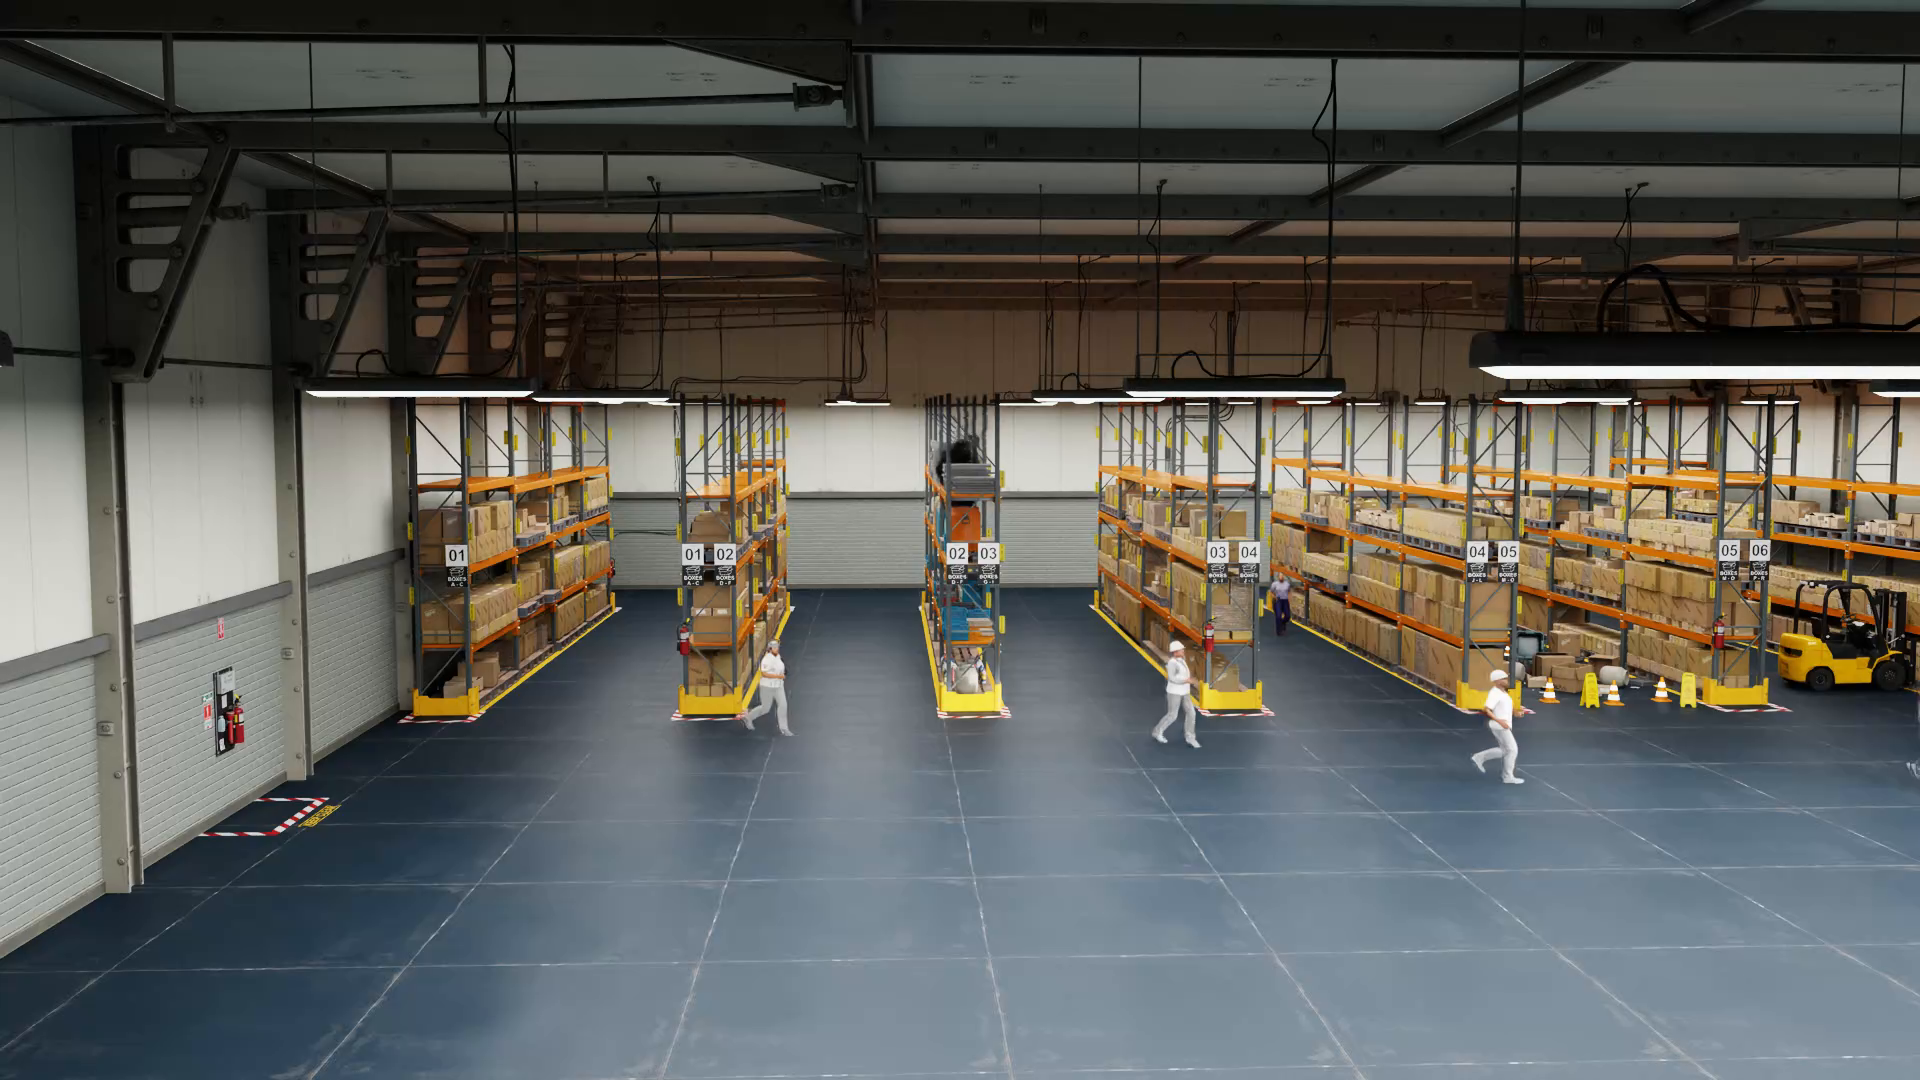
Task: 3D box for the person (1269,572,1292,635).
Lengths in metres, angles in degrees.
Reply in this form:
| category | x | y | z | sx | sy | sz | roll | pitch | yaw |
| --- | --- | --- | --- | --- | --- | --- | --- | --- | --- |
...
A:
| category | x | y | z | sx | sy | sz | roll | pitch | yaw |
| --- | --- | --- | --- | --- | --- | --- | --- | --- | --- |
| person | 8.111 | 1.609 | 41.970 | 0.602 | 1.597 | 0.531 | 0 | 5 | -4 |

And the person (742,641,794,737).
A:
| category | x | y | z | sx | sy | sz | roll | pitch | yaw |
| --- | --- | --- | --- | --- | --- | --- | --- | --- | --- |
| person | -3.338 | 2.595 | 29.189 | 0.929 | 1.682 | 0.615 | 2 | 5 | 28 |

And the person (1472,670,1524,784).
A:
| category | x | y | z | sx | sy | sz | roll | pitch | yaw |
| --- | --- | --- | --- | --- | --- | --- | --- | --- | --- |
| person | 8.240 | 2.851 | 25.451 | 0.796 | 1.730 | 0.711 | 2 | 5 | 26 |

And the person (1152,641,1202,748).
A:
| category | x | y | z | sx | sy | sz | roll | pitch | yaw |
| --- | --- | --- | --- | --- | --- | --- | --- | --- | --- |
| person | 3.672 | 2.617 | 28.164 | 0.849 | 1.823 | 0.663 | 3 | 5 | 32 |
